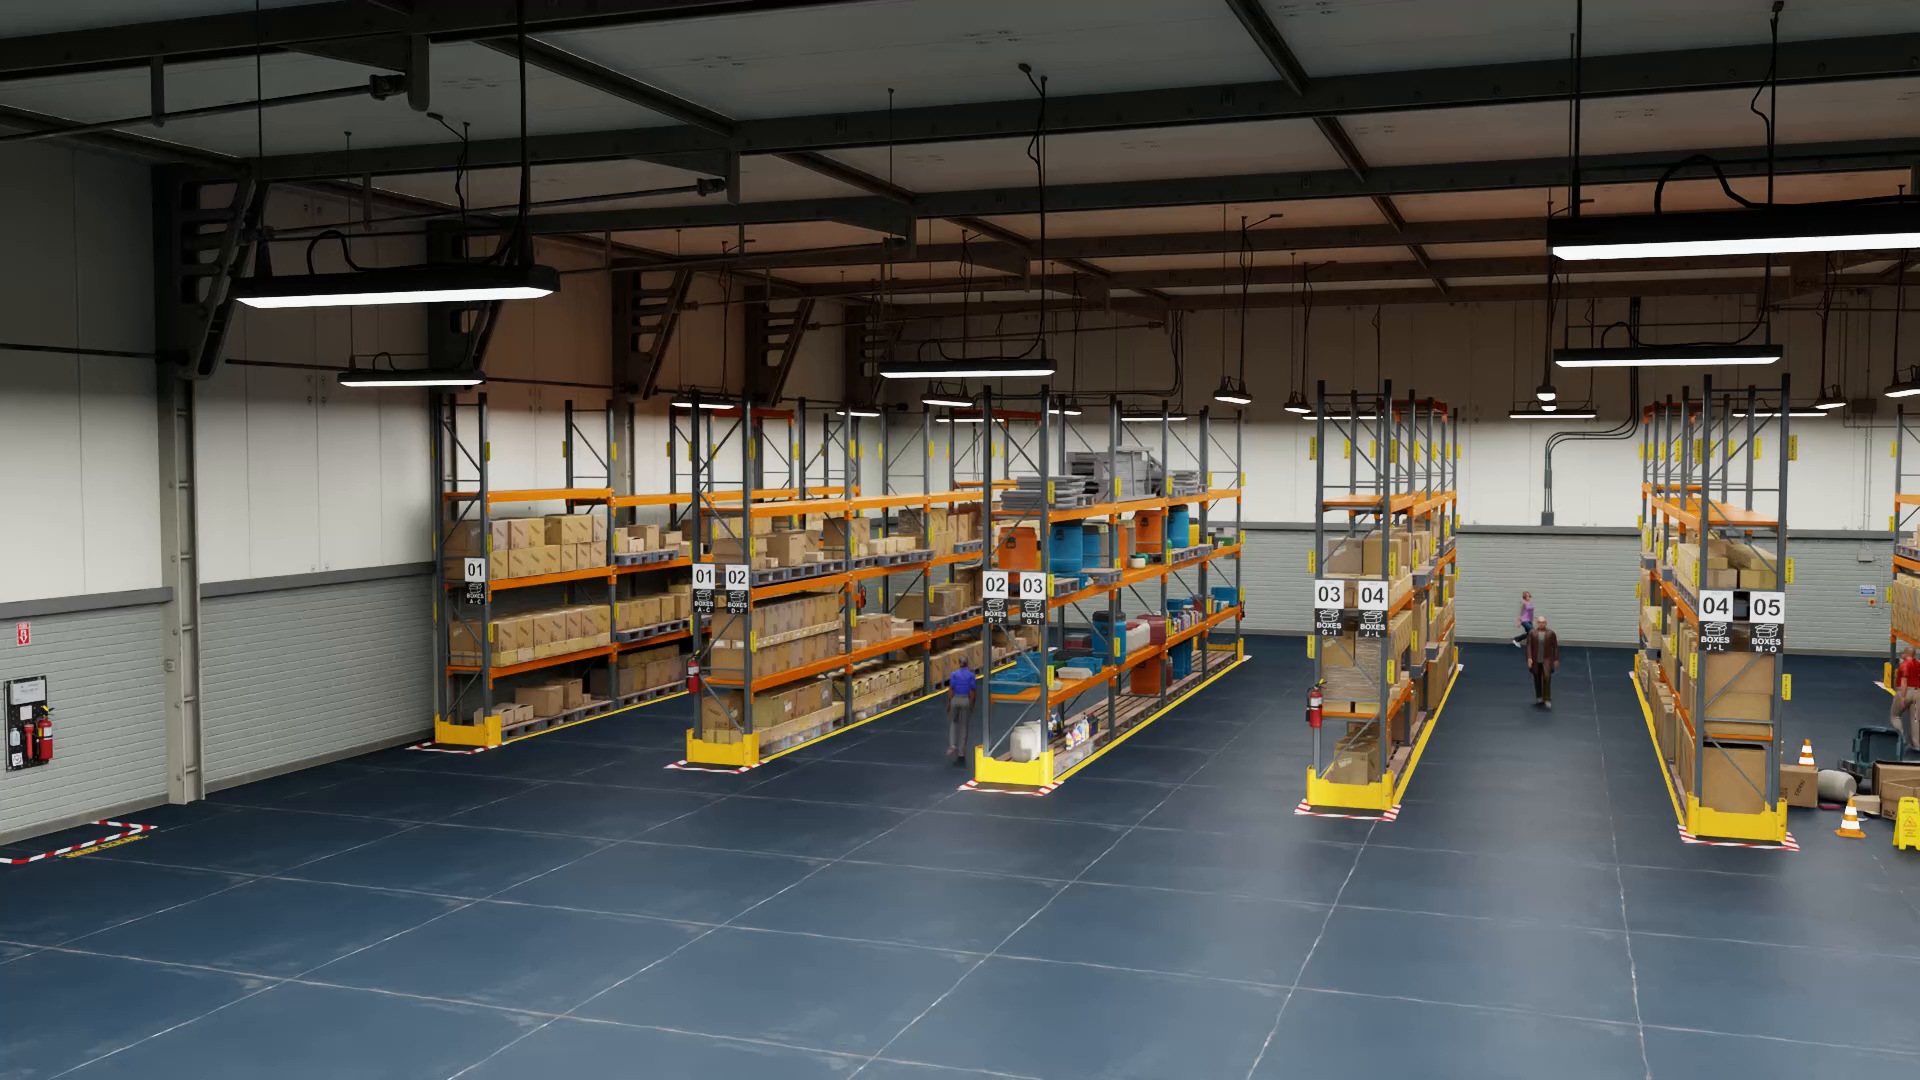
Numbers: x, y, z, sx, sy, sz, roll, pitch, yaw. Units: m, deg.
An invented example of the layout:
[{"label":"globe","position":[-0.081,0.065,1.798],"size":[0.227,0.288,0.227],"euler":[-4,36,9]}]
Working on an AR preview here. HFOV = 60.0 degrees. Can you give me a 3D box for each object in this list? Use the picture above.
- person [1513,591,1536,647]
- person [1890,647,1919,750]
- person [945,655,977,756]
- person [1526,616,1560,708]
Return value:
[{"label":"person","position":[14.266,2.030,41.839],"size":[0.406,1.464,0.905],"euler":[-2,4,-35]},{"label":"person","position":[15.934,2.683,27.857],"size":[0.550,1.774,0.540],"euler":[0,3,2]},{"label":"person","position":[0.011,2.721,27.263],"size":[0.511,1.671,0.471],"euler":[0,3,8]},{"label":"person","position":[11.407,2.369,32.604],"size":[0.629,1.740,0.994],"euler":[2,3,27]}]
